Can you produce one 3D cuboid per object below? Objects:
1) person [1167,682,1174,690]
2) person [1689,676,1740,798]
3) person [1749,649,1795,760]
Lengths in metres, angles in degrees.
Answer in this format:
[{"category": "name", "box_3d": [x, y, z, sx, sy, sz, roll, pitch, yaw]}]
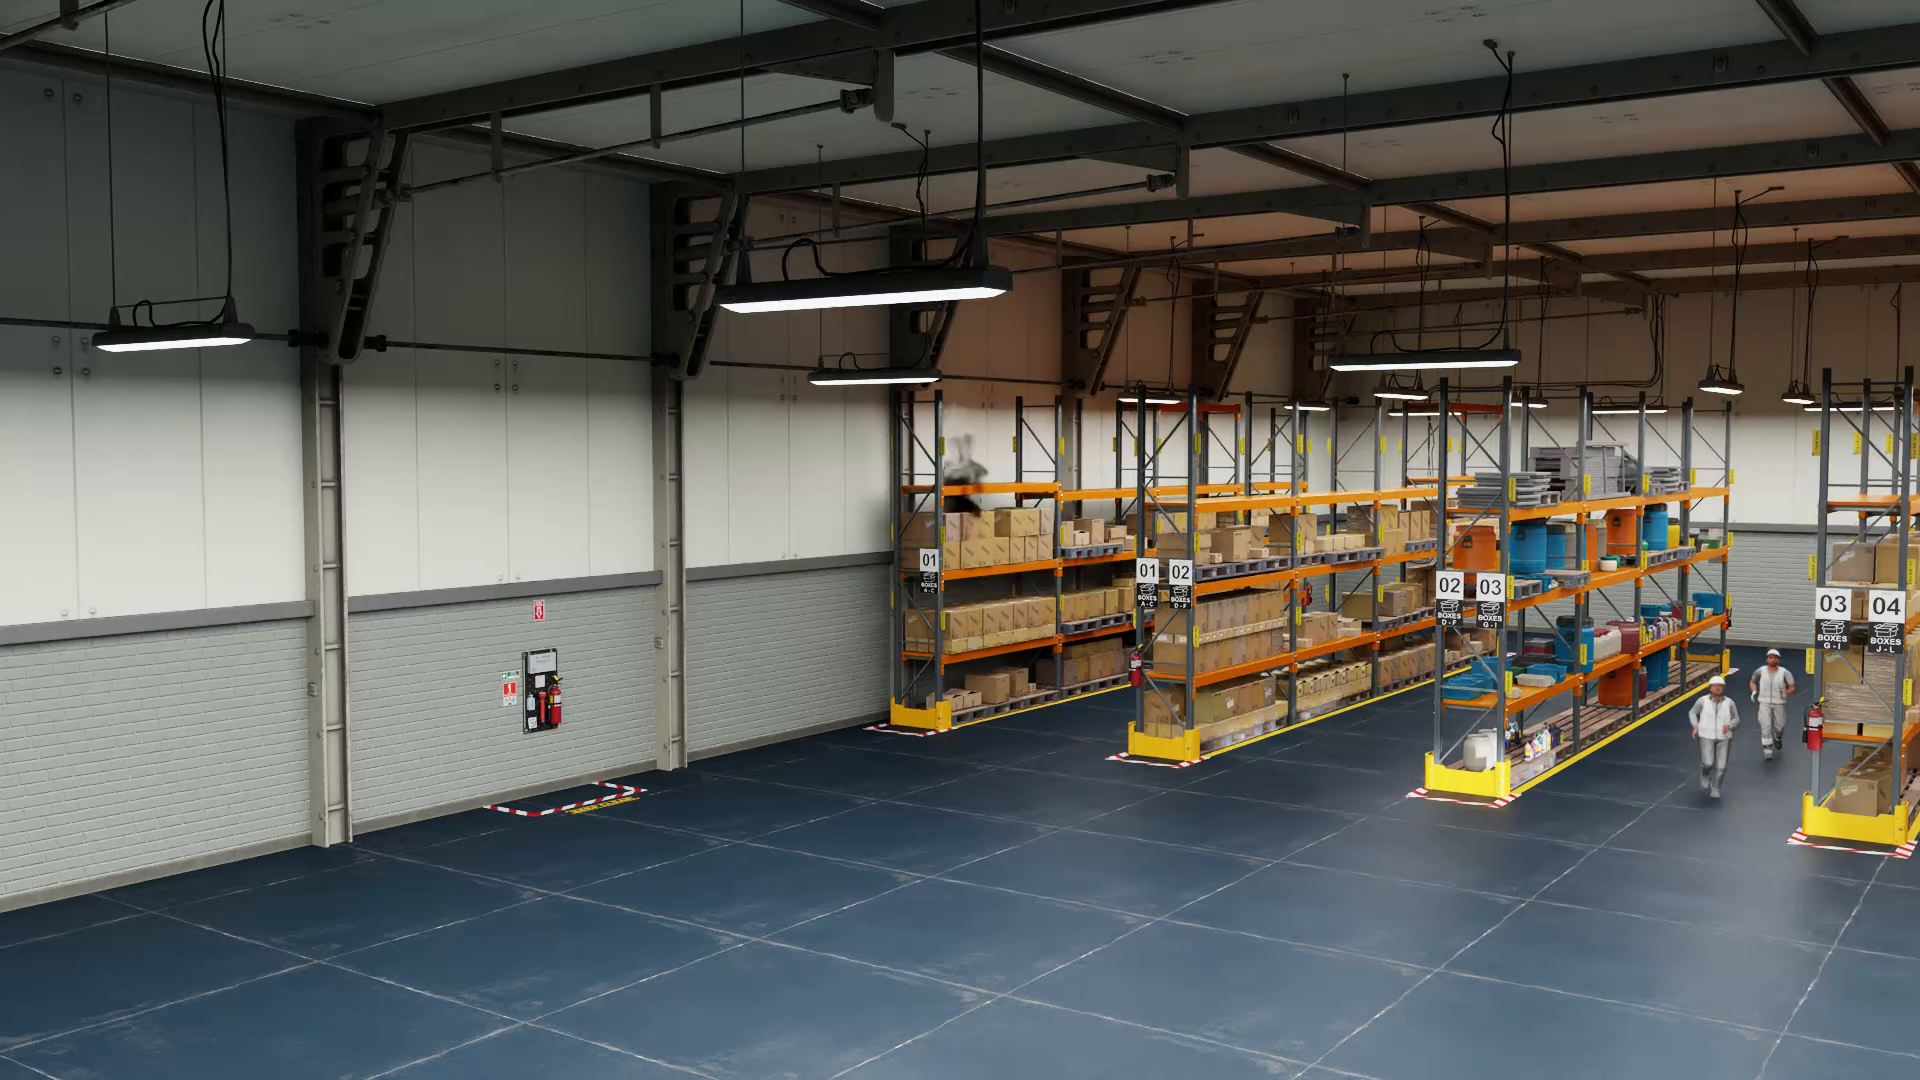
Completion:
[{"category": "person", "box_3d": [4.009, 2.344, 30.645, 0.587, 1.612, 0.715, 2, 4, 29]}, {"category": "person", "box_3d": [10.740, 2.805, 23.656, 0.658, 1.731, 0.570, 1, 3, 19]}, {"category": "person", "box_3d": [13.023, 2.627, 26.685, 0.663, 1.748, 0.780, 2, 4, 28]}]
